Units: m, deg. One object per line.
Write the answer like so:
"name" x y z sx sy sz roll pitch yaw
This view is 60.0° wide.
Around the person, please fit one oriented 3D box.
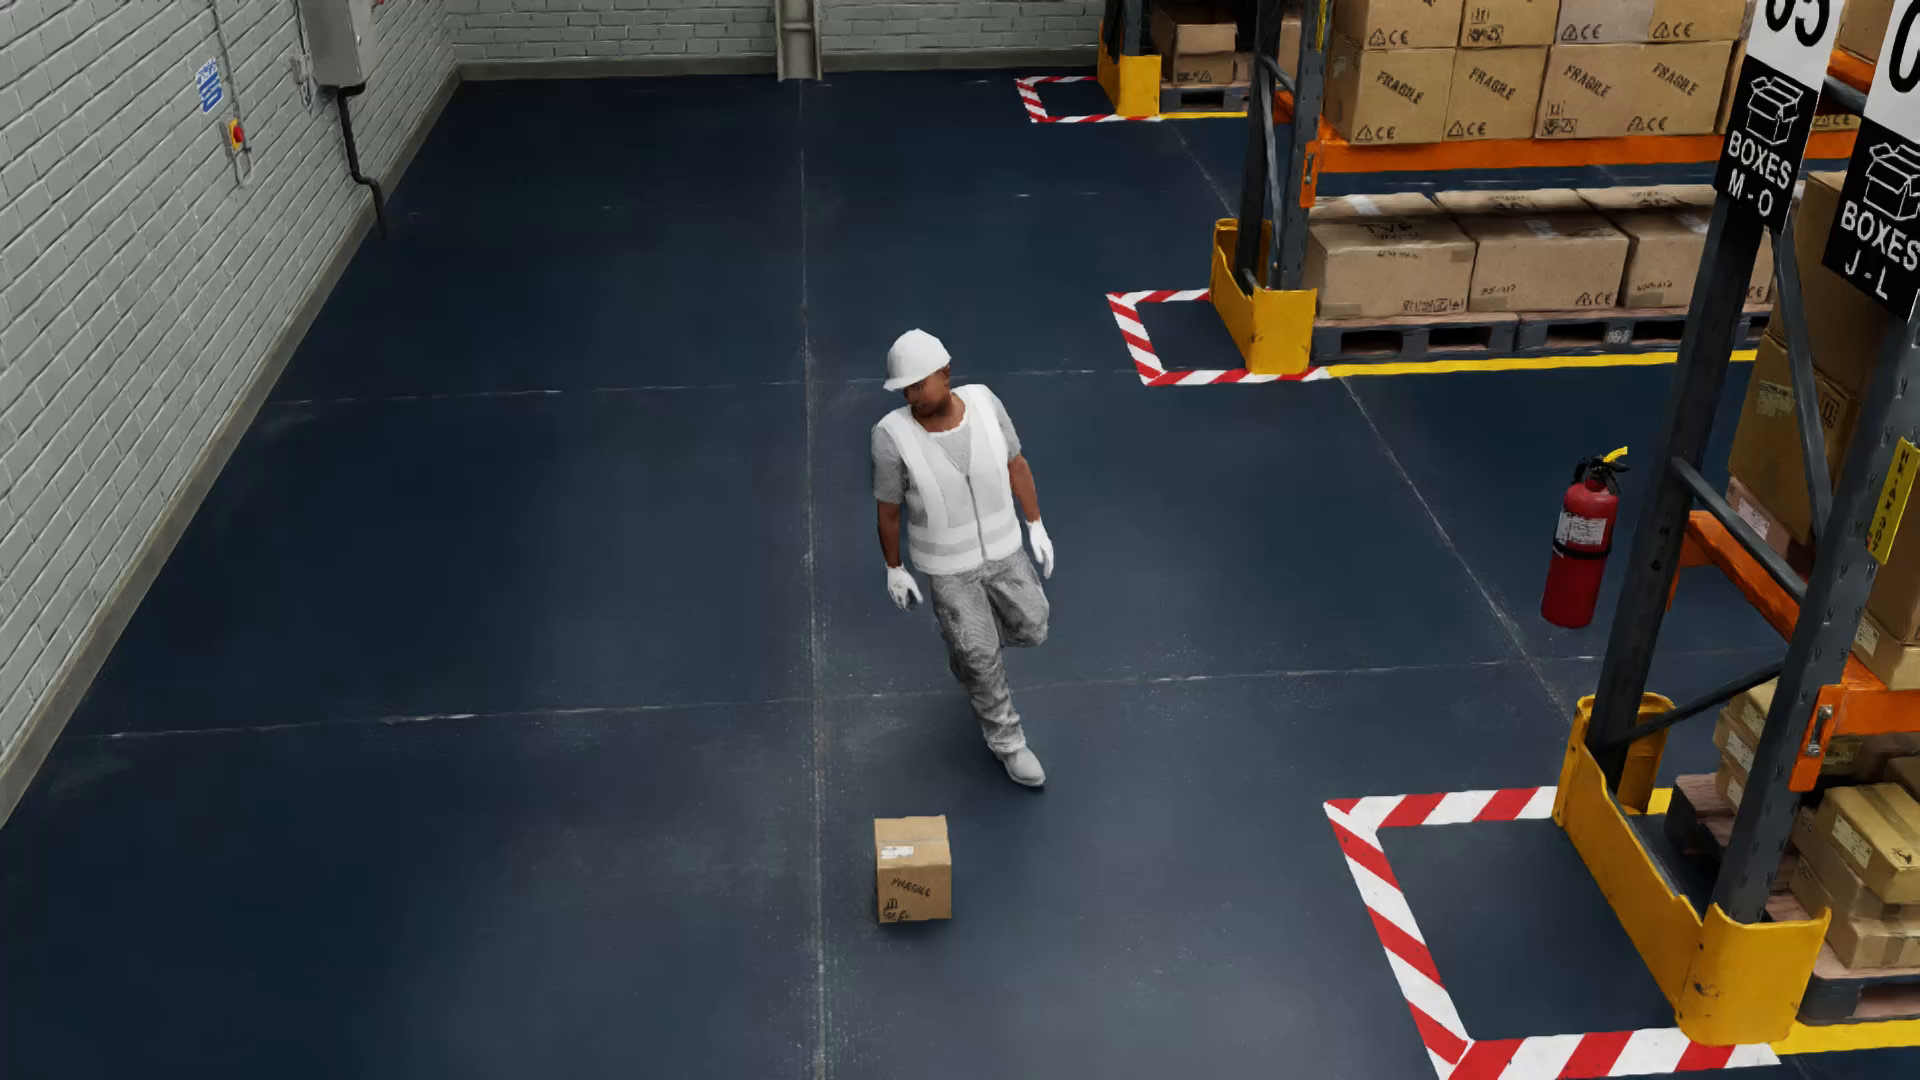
"person" 0.028 0.055 6.075 0.626 1.728 0.777 -15 34 -23
